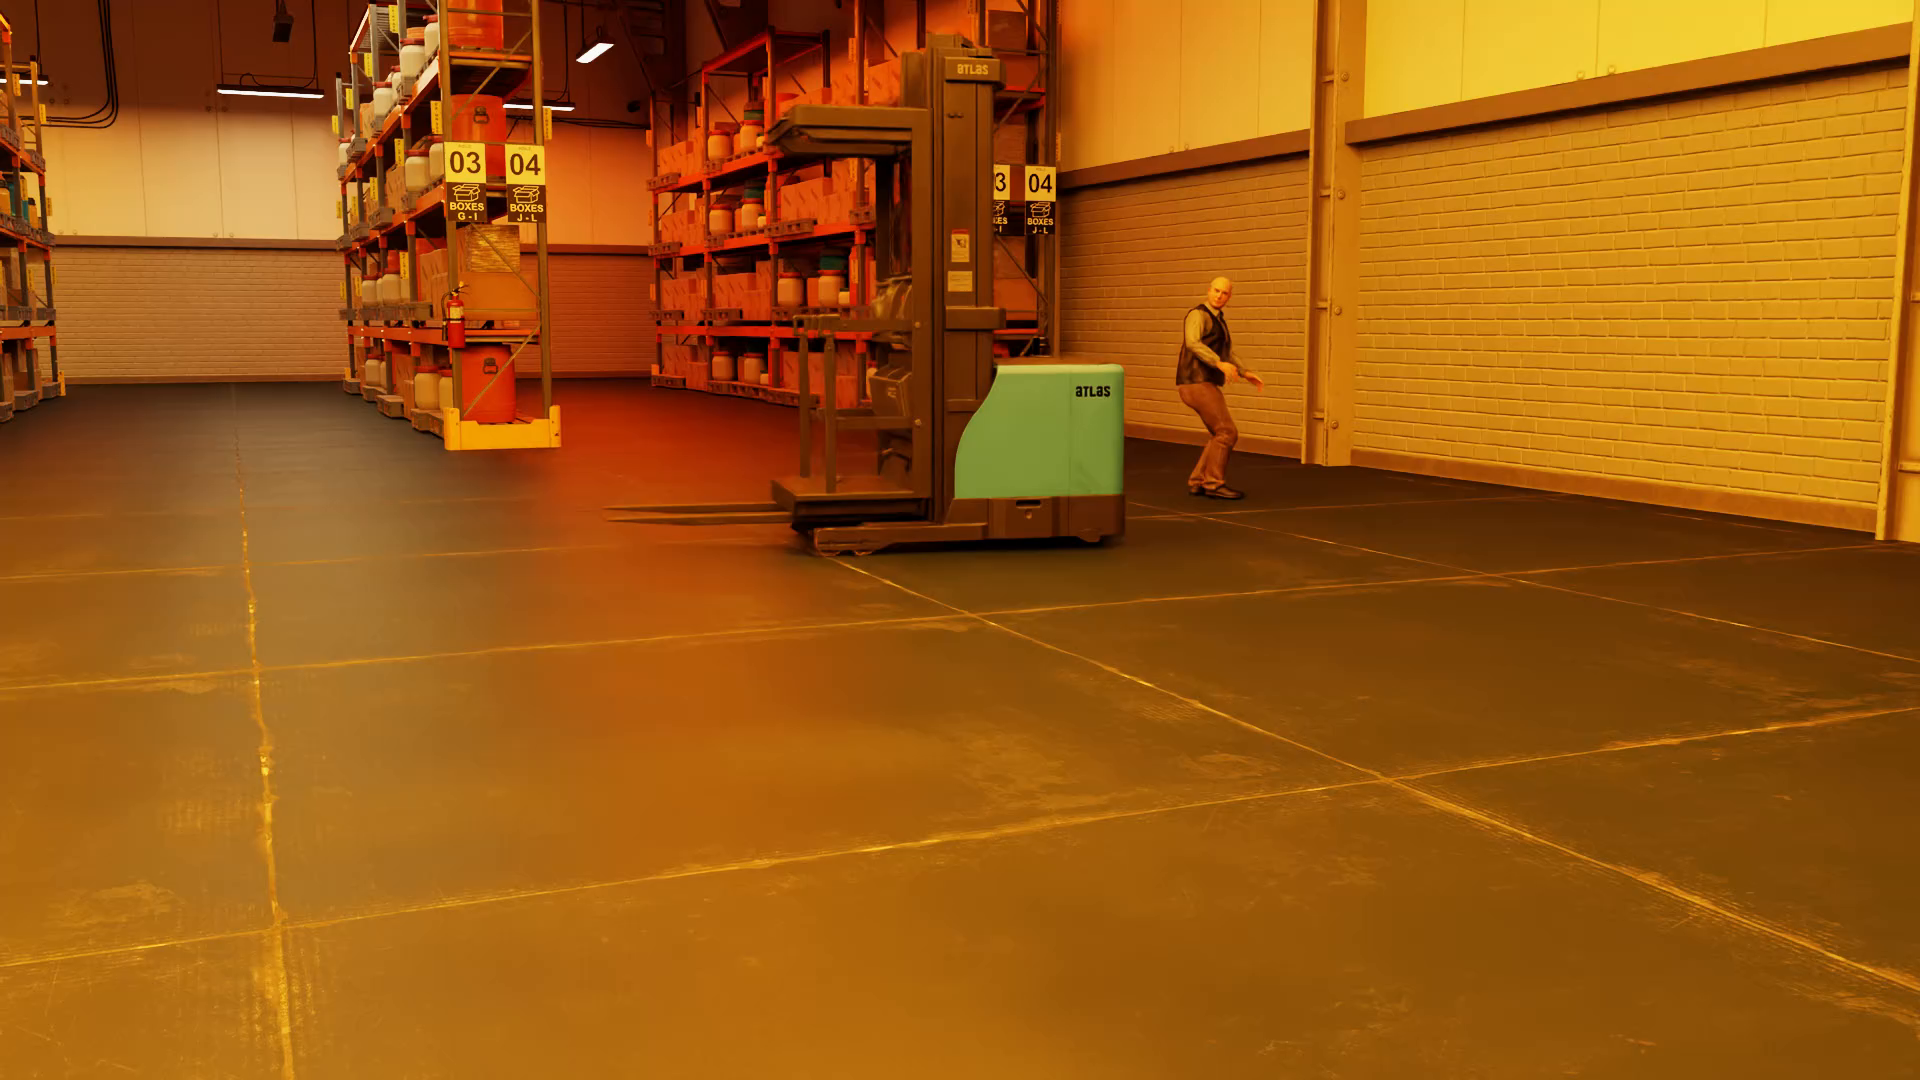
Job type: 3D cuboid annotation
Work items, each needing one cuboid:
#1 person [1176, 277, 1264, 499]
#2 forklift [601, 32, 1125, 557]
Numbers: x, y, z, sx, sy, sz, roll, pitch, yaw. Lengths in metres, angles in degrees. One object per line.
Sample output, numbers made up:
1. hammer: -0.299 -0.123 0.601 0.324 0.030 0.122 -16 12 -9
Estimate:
1. person: 1.953 -1.134 12.546 0.602 1.679 0.764 3 8 20
2. forklift: -0.592 -1.434 9.813 3.031 2.935 1.130 -2 8 -14
